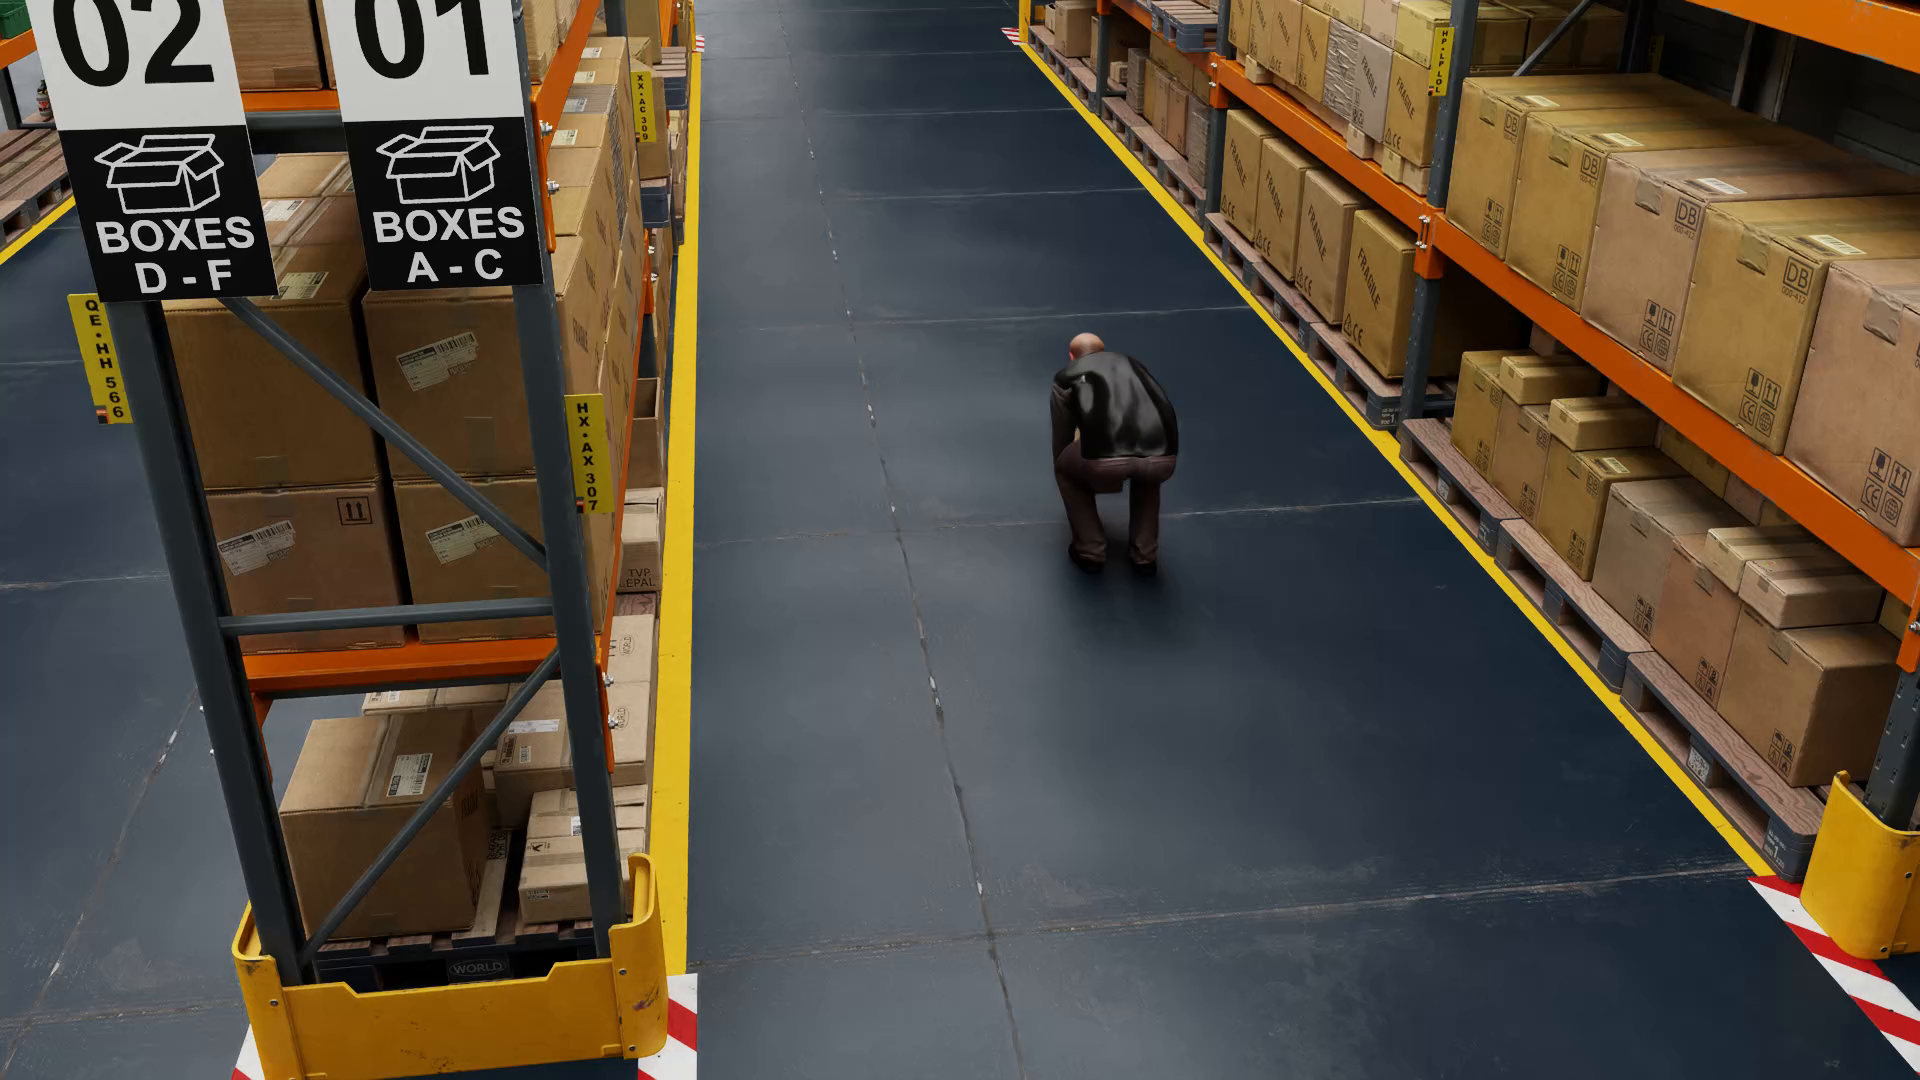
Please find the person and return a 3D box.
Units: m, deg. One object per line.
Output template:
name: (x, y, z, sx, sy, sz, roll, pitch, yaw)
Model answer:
person: (0.693, -0.382, 7.741, 0.507, 0.957, 0.920, -5, 27, -9)
